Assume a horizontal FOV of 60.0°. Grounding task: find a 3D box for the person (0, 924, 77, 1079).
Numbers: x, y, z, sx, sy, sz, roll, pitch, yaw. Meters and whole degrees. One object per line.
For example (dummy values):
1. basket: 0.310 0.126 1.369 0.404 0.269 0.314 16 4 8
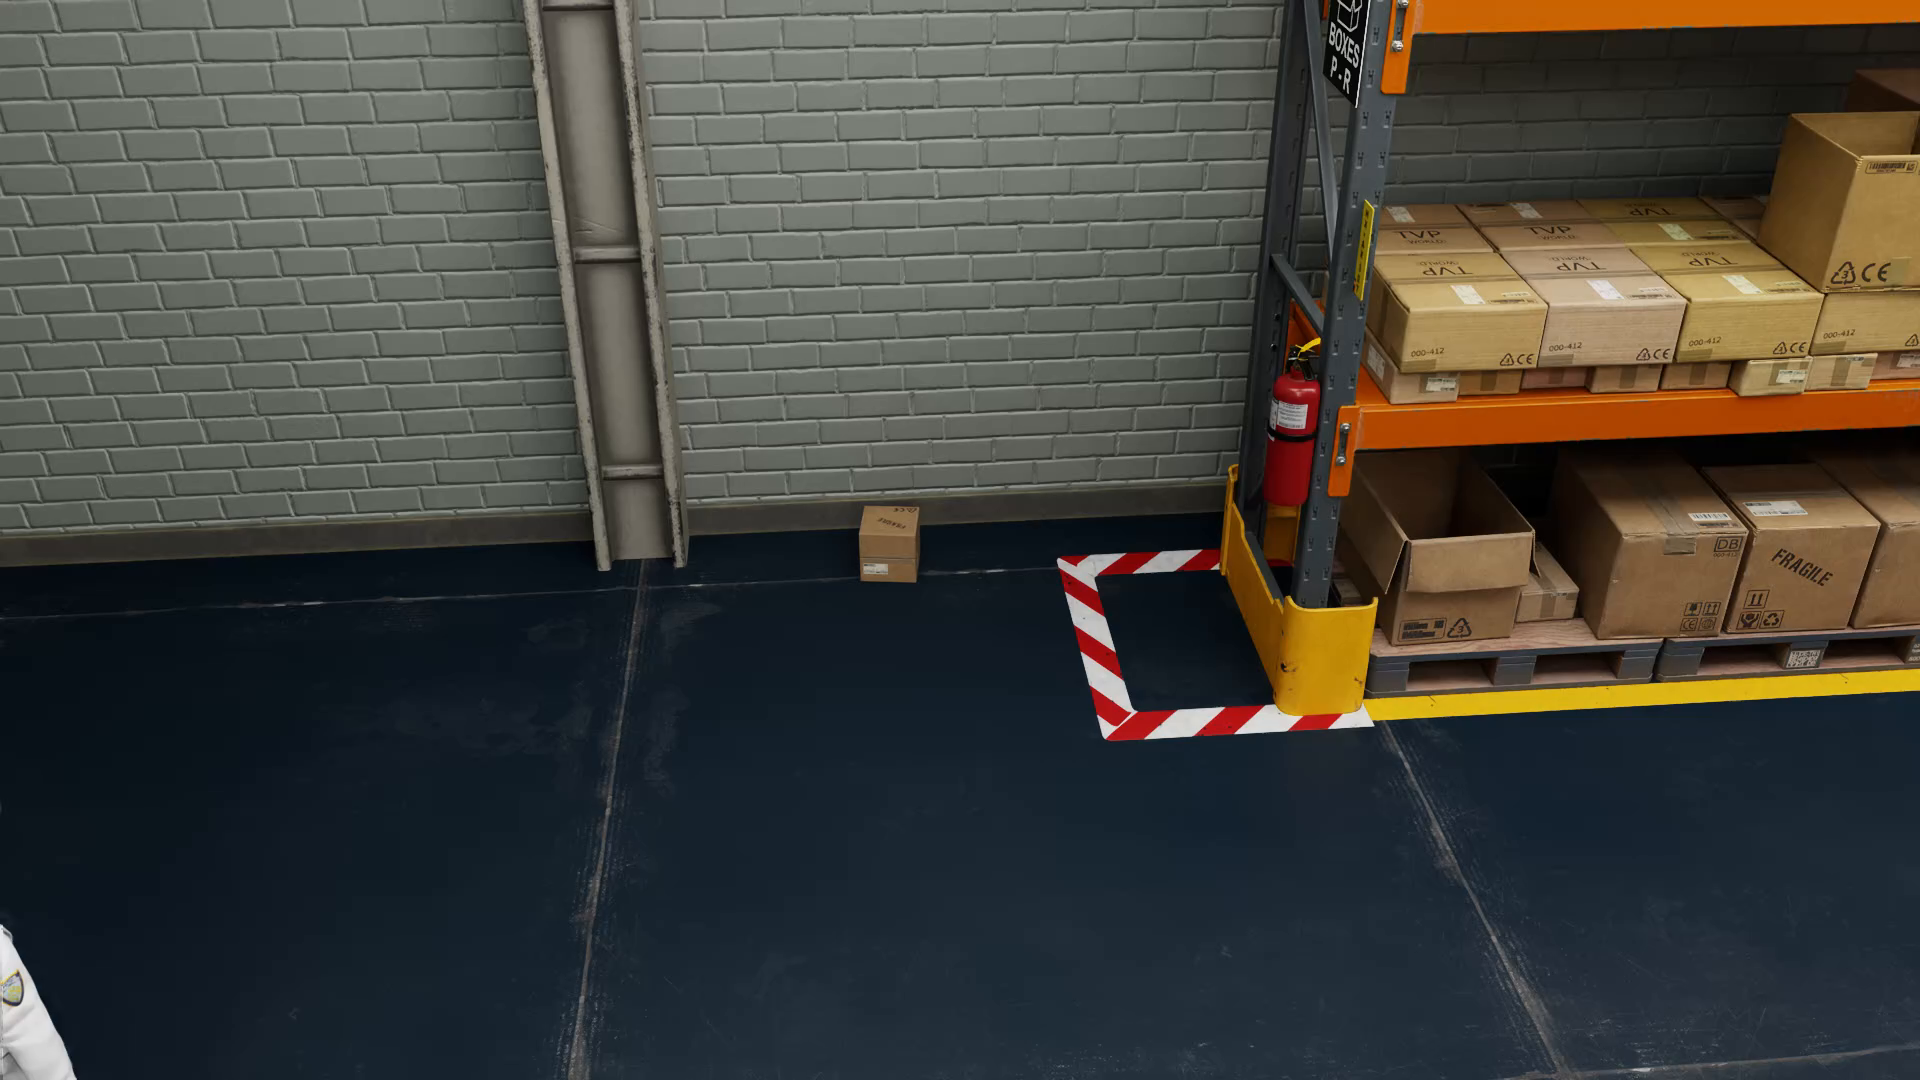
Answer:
1. person: -2.404 1.302 3.951 0.514 1.632 0.976 21 37 30
